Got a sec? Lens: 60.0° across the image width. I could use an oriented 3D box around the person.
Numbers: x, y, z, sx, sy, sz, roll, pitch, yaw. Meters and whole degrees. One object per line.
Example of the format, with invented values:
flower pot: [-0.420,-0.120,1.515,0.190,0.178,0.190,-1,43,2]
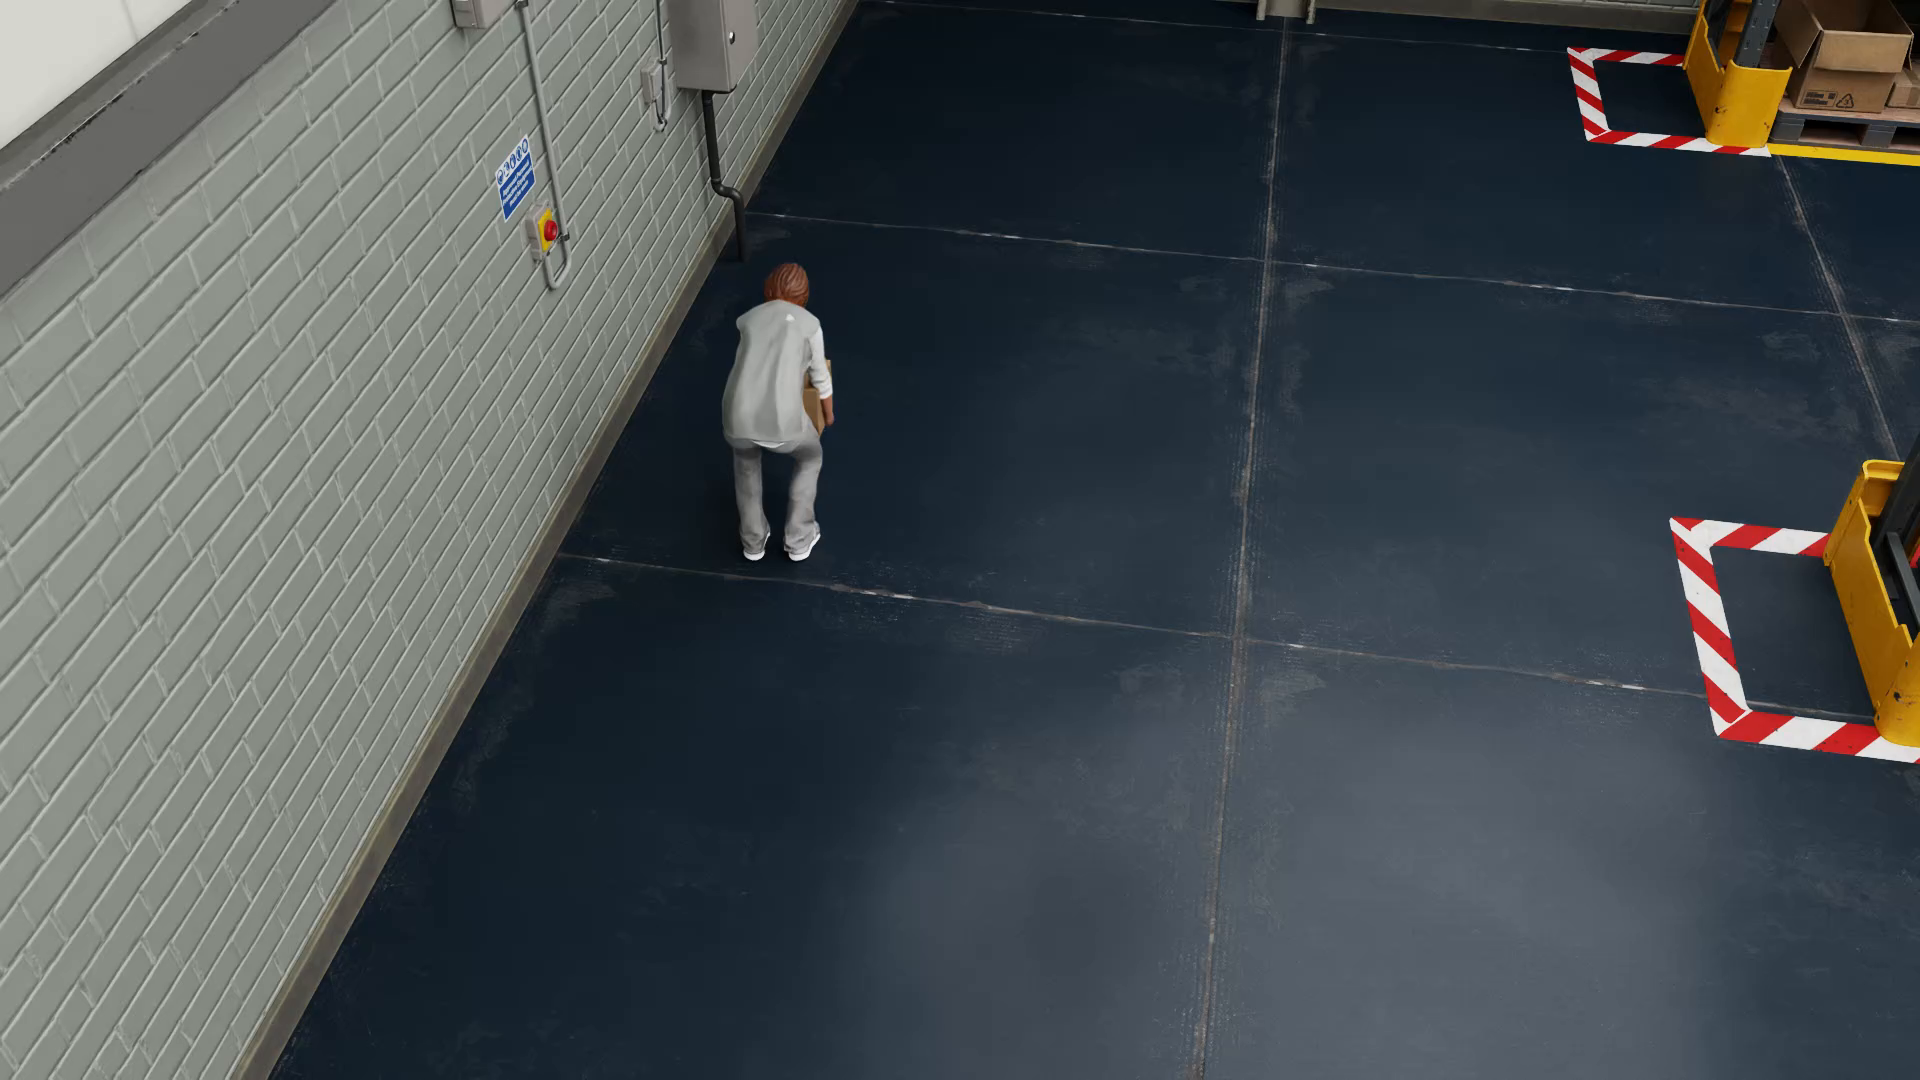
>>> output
person: [-0.763,-0.512,7.098,0.395,1.144,0.836,5,41,6]
